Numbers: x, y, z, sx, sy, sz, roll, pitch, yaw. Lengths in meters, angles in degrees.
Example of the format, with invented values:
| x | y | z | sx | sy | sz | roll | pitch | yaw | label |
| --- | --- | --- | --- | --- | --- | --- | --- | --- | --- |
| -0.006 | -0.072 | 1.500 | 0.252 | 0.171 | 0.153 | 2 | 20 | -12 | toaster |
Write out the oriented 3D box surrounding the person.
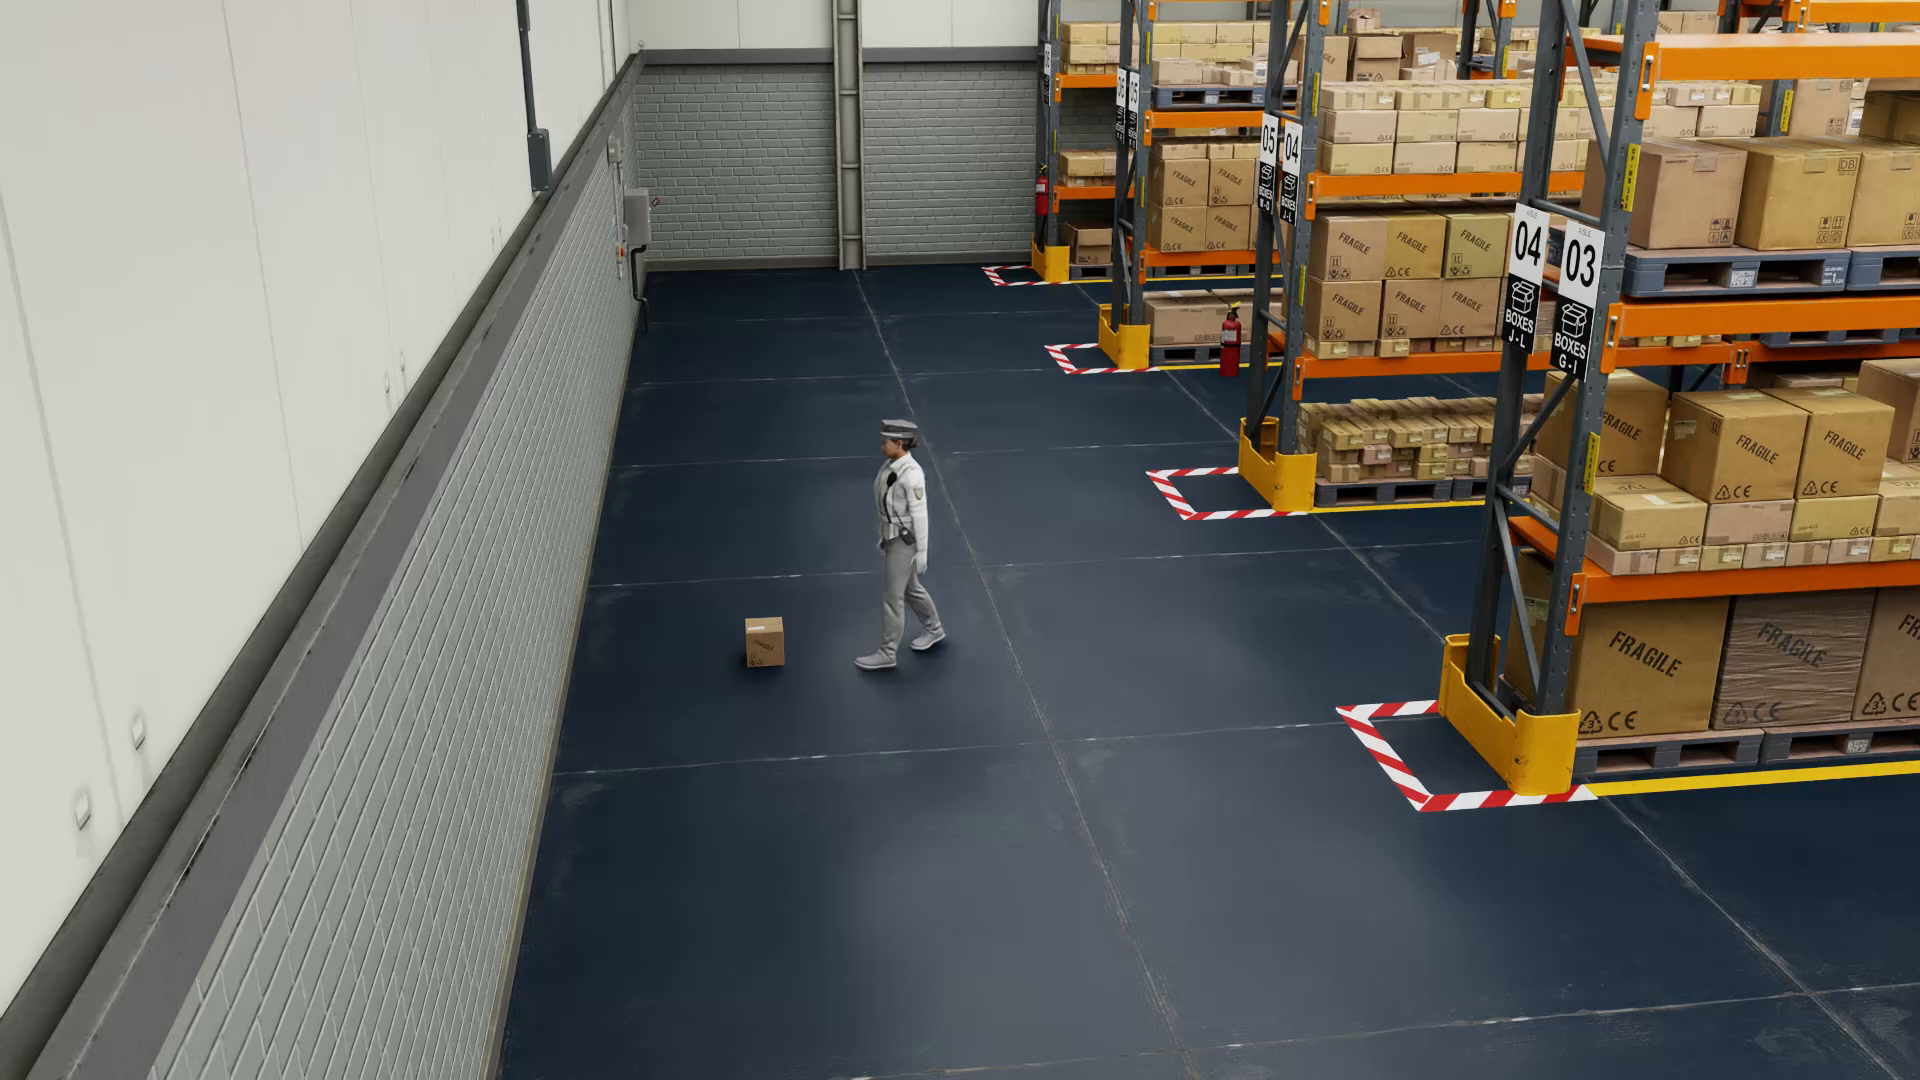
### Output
| x | y | z | sx | sy | sz | roll | pitch | yaw | label |
| --- | --- | --- | --- | --- | --- | --- | --- | --- | --- |
| -0.405 | 0.007 | 11.024 | 0.716 | 1.647 | 0.507 | -7 | 21 | -19 | person |
